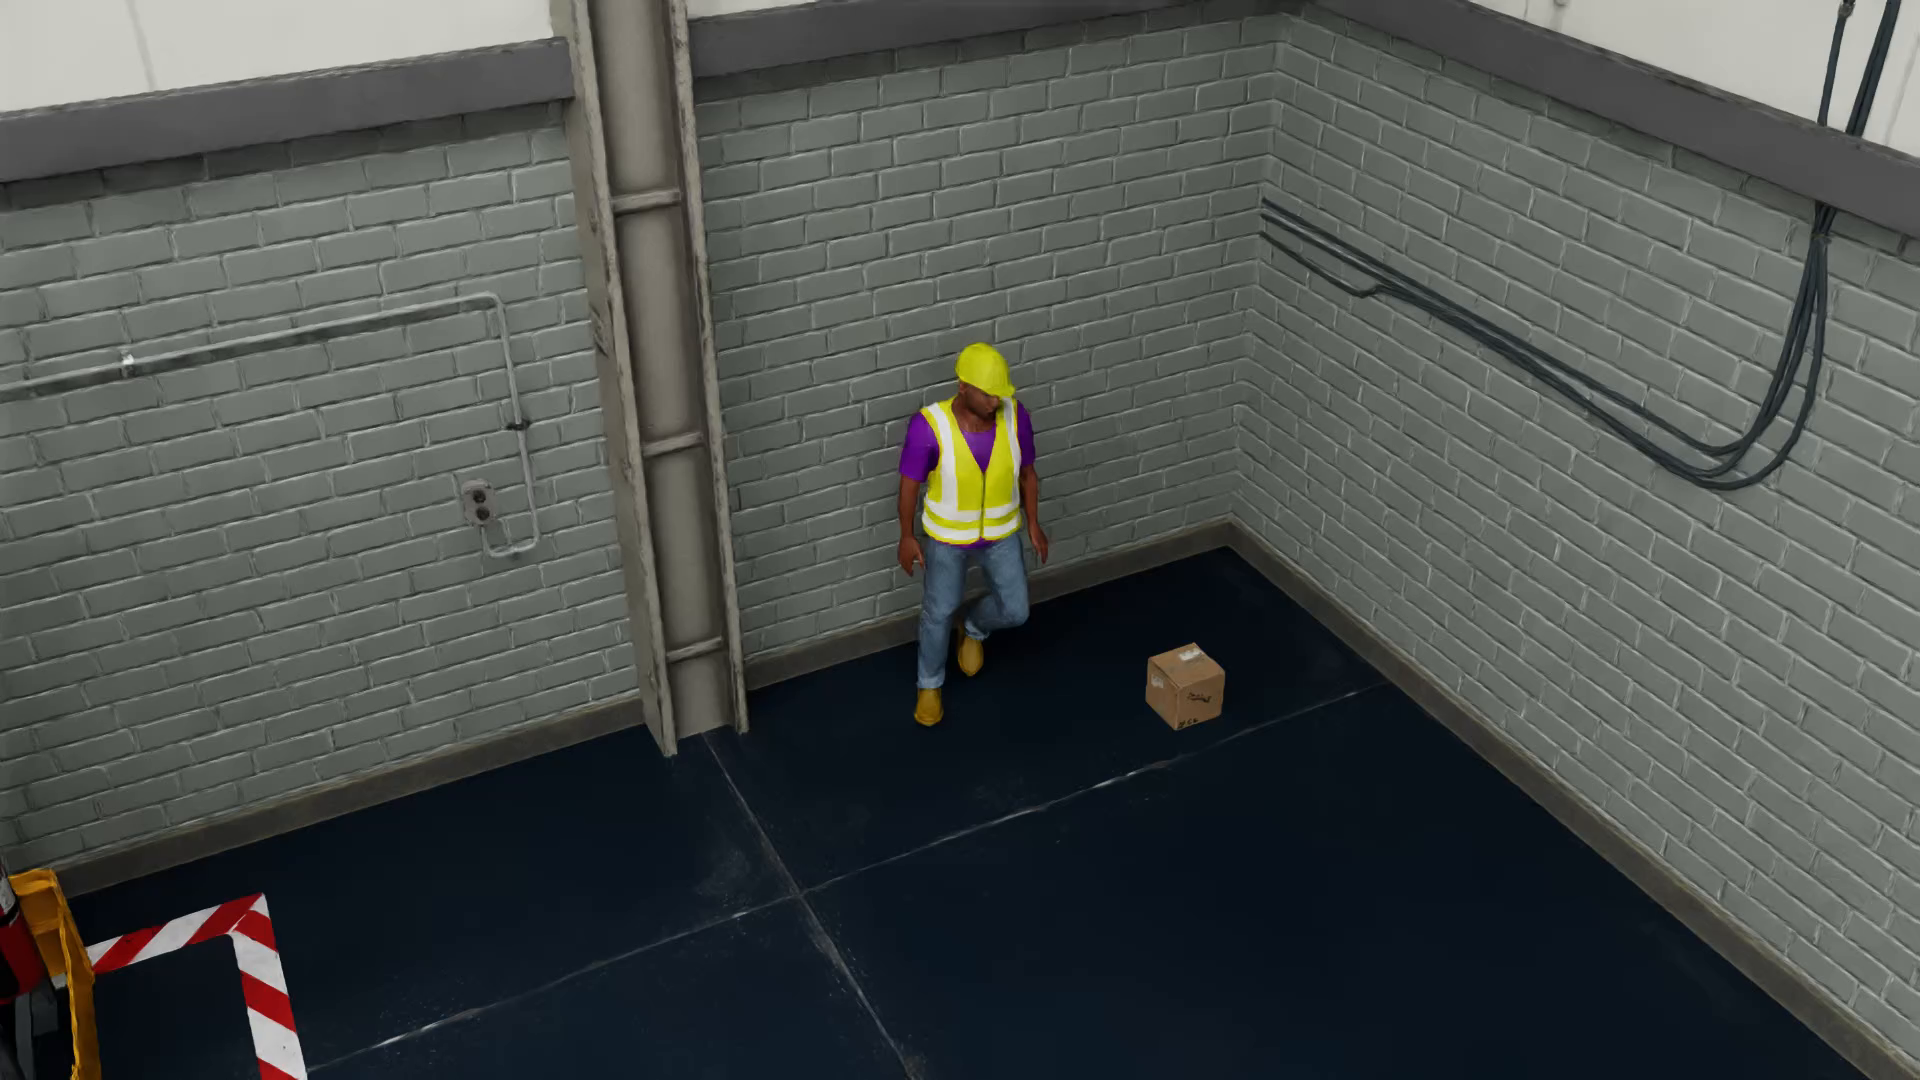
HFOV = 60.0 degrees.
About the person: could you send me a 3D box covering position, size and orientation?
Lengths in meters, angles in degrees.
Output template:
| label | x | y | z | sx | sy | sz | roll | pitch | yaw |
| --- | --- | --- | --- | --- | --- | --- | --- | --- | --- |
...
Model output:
| label | x | y | z | sx | sy | sz | roll | pitch | yaw |
| --- | --- | --- | --- | --- | --- | --- | --- | --- | --- |
| person | 0.040 | -0.066 | 7.181 | 0.648 | 1.761 | 0.501 | -9 | 34 | -14 |
